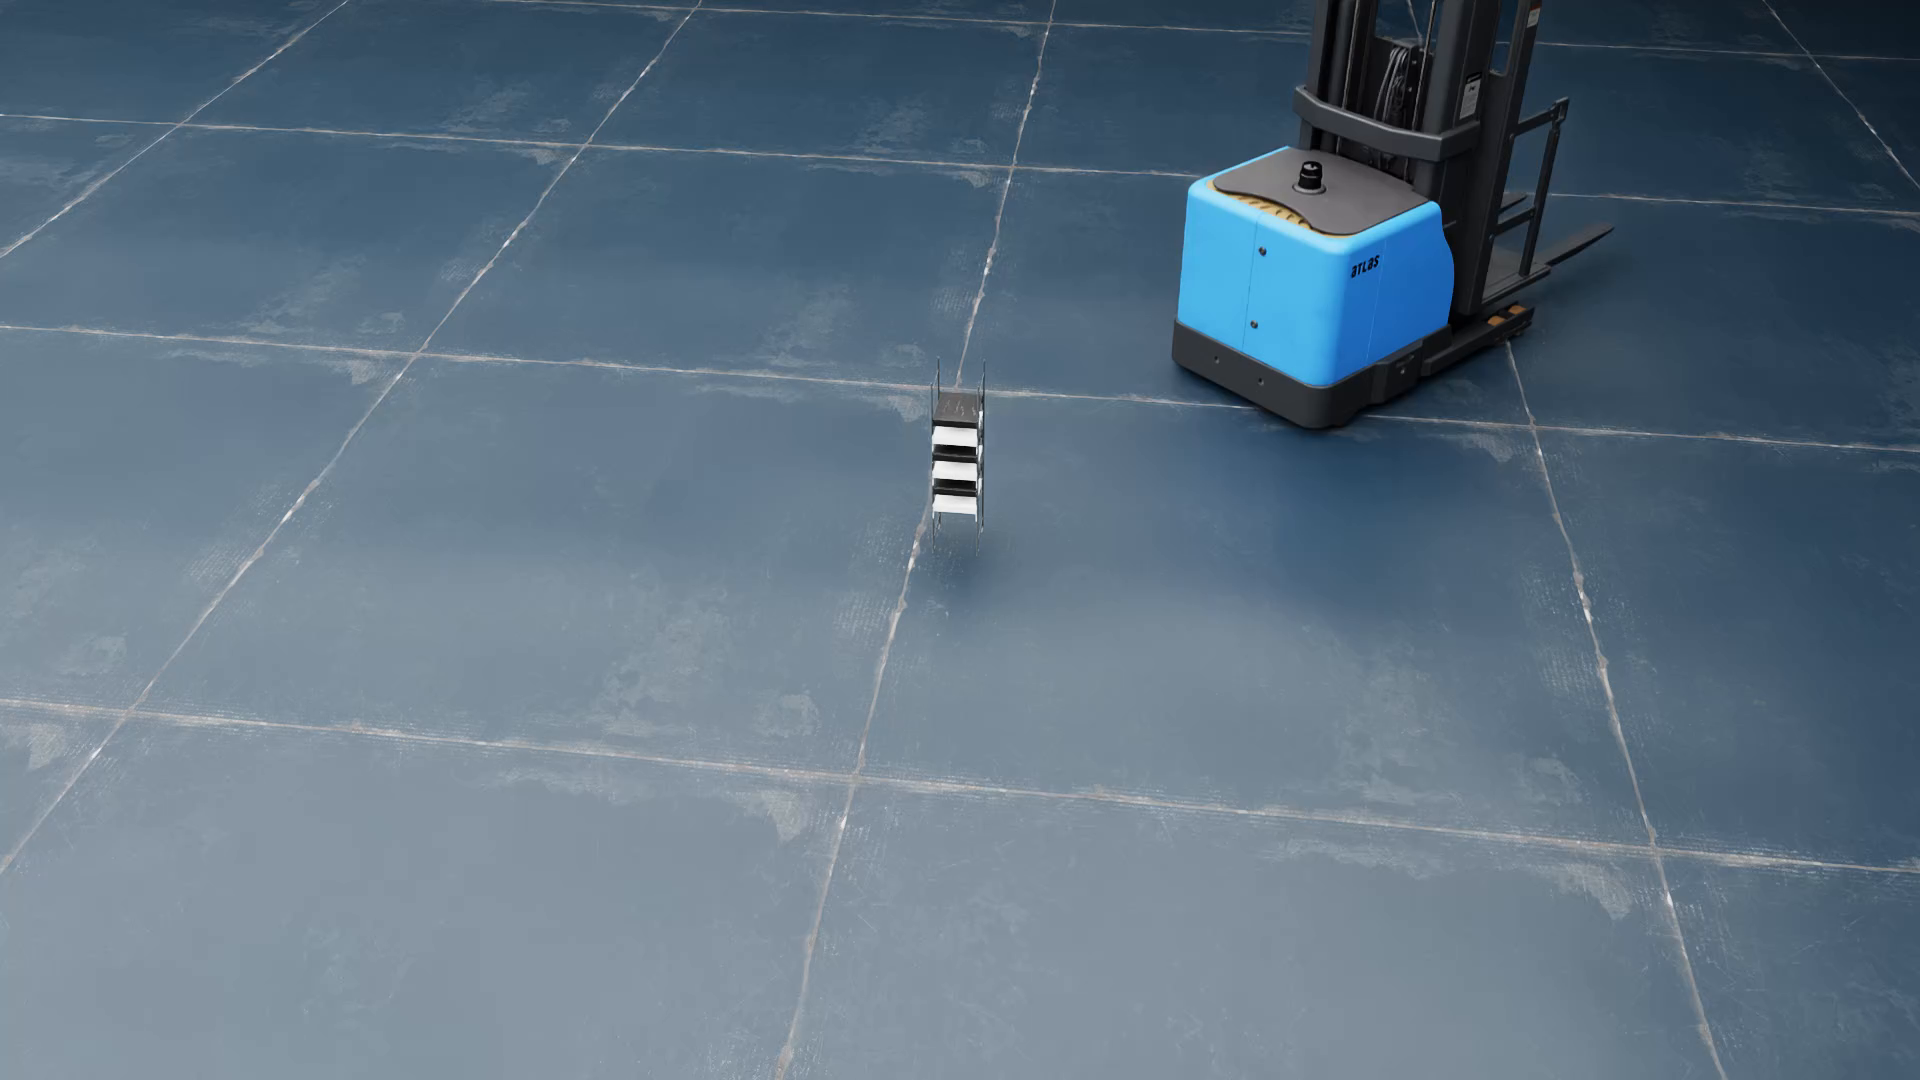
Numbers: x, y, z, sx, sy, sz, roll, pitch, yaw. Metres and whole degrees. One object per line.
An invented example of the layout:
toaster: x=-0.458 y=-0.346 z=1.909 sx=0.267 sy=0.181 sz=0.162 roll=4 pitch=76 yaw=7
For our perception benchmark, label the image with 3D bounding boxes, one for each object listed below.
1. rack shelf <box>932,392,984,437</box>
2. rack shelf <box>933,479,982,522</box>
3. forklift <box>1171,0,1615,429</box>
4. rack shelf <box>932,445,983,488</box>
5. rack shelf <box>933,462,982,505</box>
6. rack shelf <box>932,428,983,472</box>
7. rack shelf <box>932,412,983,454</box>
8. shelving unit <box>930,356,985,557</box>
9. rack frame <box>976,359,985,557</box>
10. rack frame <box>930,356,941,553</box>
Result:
rack shelf: x=-0.008 y=-0.560 z=7.352 sx=0.200 sy=0.077 sz=0.258 roll=4 pitch=36 yaw=6
rack shelf: x=-0.008 y=-0.193 z=7.613 sx=0.200 sy=0.077 sz=0.258 roll=4 pitch=36 yaw=6
forklift: x=2.589 y=-2.478 z=8.699 sx=3.031 sy=2.935 sz=1.130 roll=-27 pitch=43 yaw=-32
rack shelf: x=-0.008 y=-0.340 z=7.509 sx=0.200 sy=0.077 sz=0.258 roll=4 pitch=36 yaw=6
rack shelf: x=-0.008 y=-0.267 z=7.561 sx=0.200 sy=0.077 sz=0.258 roll=4 pitch=36 yaw=6
rack shelf: x=-0.008 y=-0.413 z=7.457 sx=0.200 sy=0.077 sz=0.258 roll=4 pitch=36 yaw=6
rack shelf: x=-0.008 y=-0.486 z=7.404 sx=0.200 sy=0.077 sz=0.258 roll=4 pitch=36 yaw=6
shelving unit: x=-0.008 y=-0.367 z=7.489 sx=0.210 sy=0.900 sz=0.258 roll=4 pitch=36 yaw=6
rack frame: x=0.093 y=-0.359 z=7.479 sx=0.006 sy=0.900 sz=0.240 roll=4 pitch=36 yaw=6
rack frame: x=-0.109 y=-0.374 z=7.500 sx=0.006 sy=0.900 sz=0.240 roll=4 pitch=36 yaw=6
